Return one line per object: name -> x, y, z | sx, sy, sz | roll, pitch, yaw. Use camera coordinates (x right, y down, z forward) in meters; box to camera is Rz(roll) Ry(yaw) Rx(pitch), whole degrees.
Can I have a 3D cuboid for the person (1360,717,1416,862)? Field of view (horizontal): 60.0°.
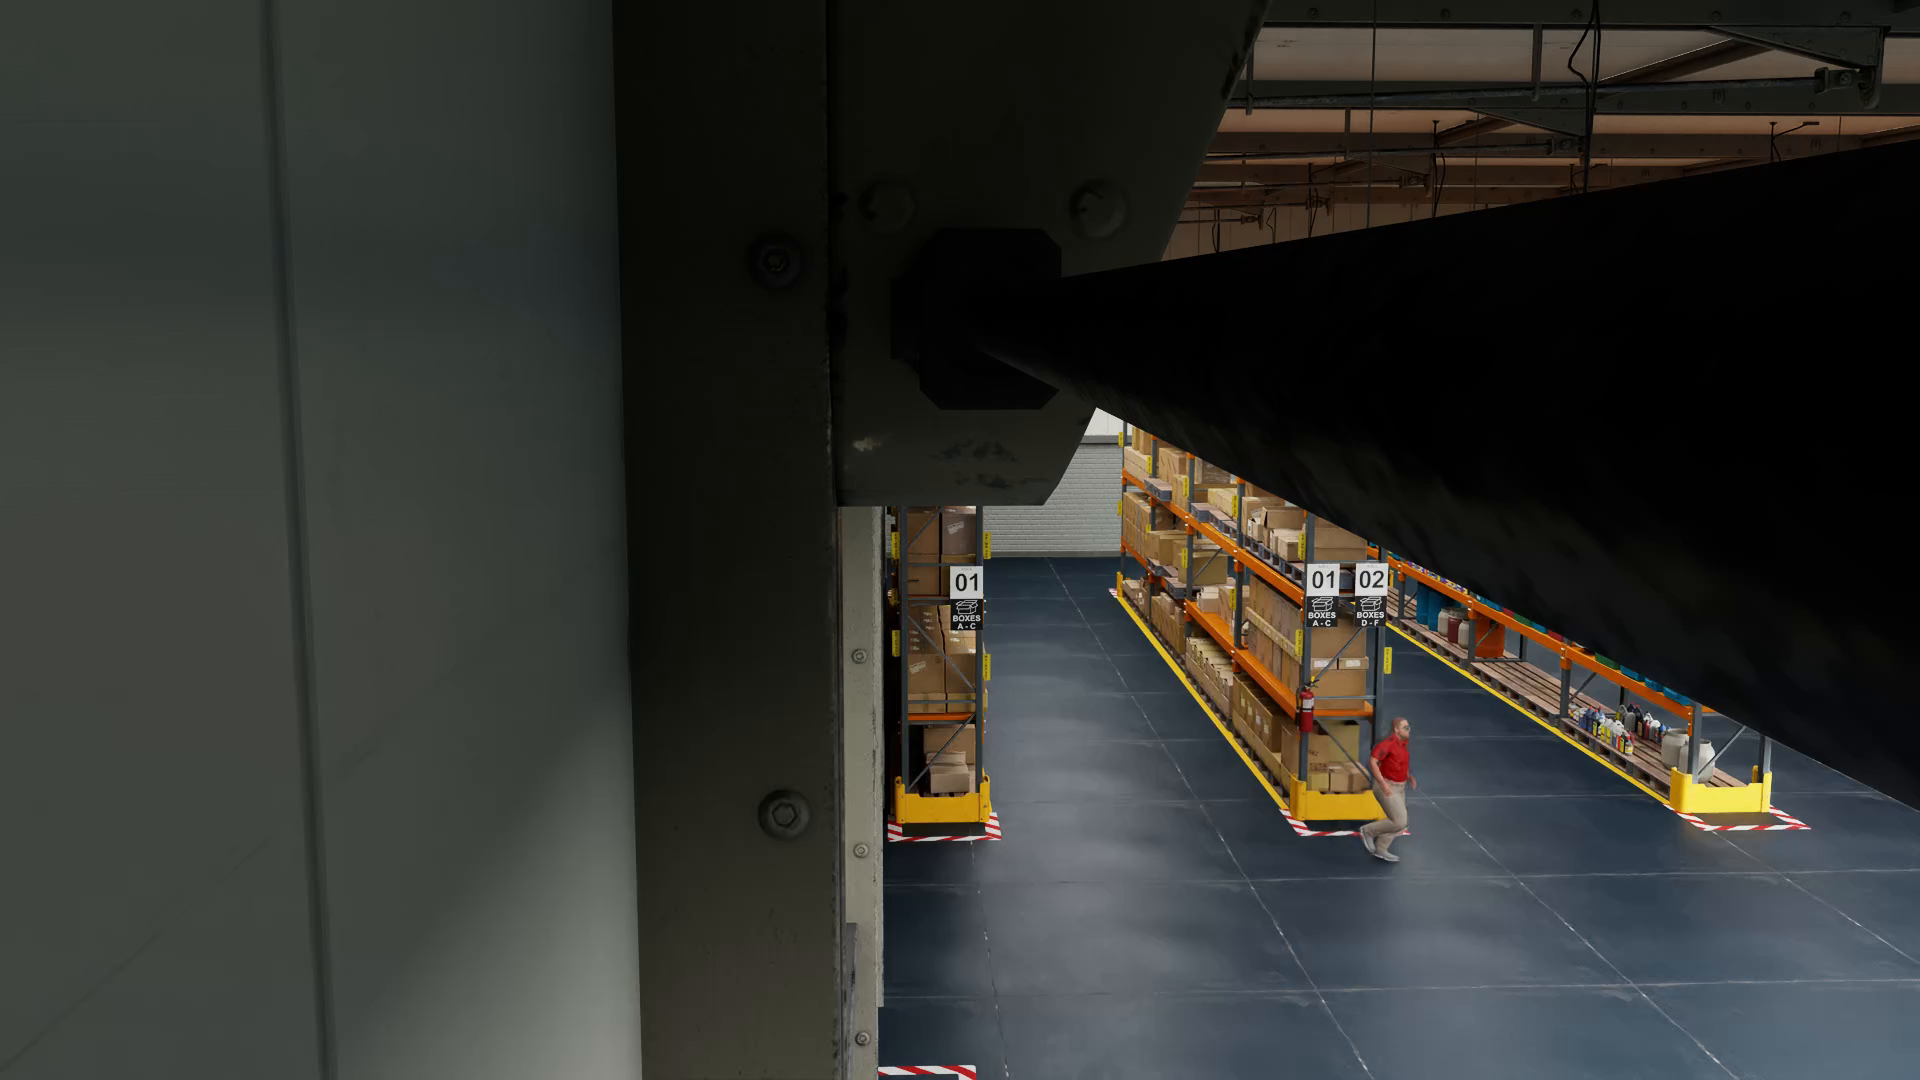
person -> 4.920, 2.853, 19.067 | 0.586, 1.689, 0.685 | 5, 10, 34
